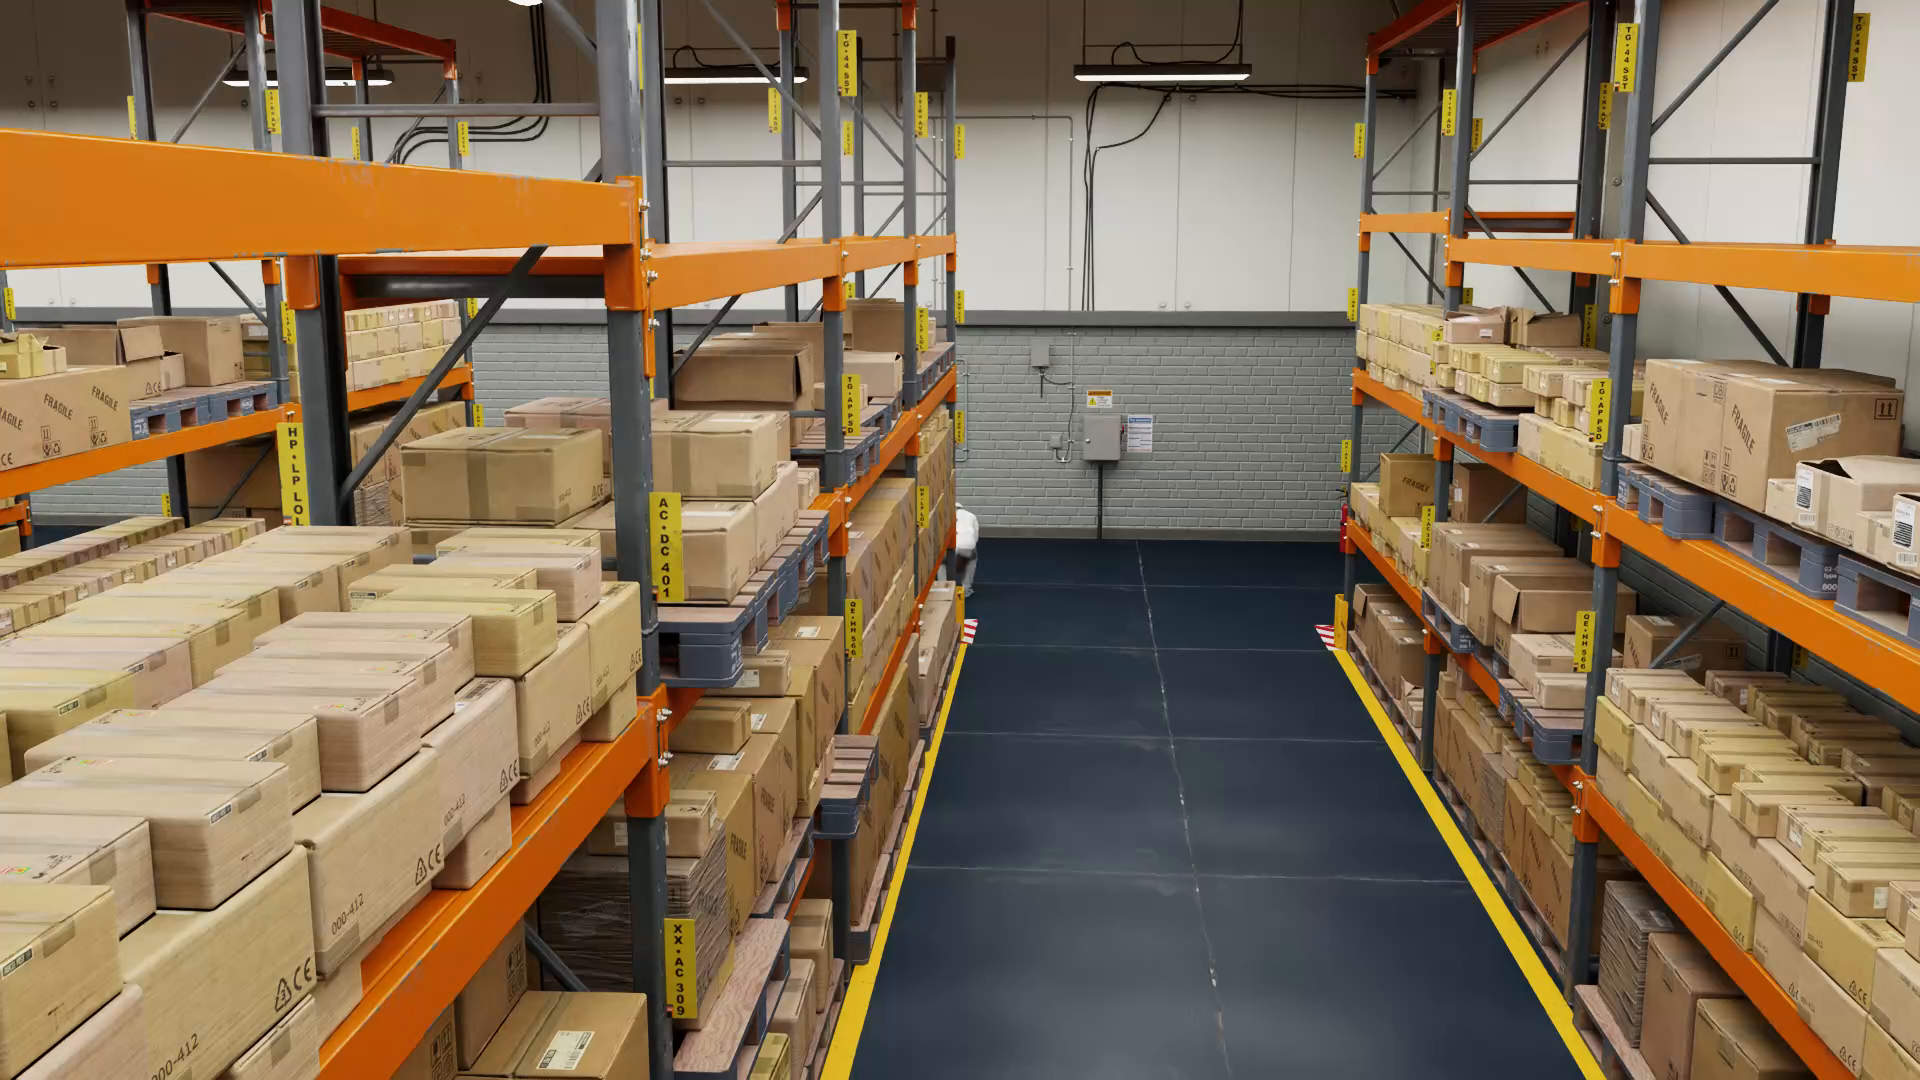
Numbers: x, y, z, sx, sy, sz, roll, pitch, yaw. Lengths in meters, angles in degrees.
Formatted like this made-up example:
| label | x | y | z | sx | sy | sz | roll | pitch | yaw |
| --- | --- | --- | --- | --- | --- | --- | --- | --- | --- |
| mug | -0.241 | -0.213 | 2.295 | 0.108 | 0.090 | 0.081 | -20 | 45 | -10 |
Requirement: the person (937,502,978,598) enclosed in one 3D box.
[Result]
| label | x | y | z | sx | sy | sz | roll | pitch | yaw |
| --- | --- | --- | --- | --- | --- | --- | --- | --- | --- |
| person | -0.052 | 0.123 | 19.265 | 0.525 | 1.009 | 0.946 | 0 | 11 | 2 |
